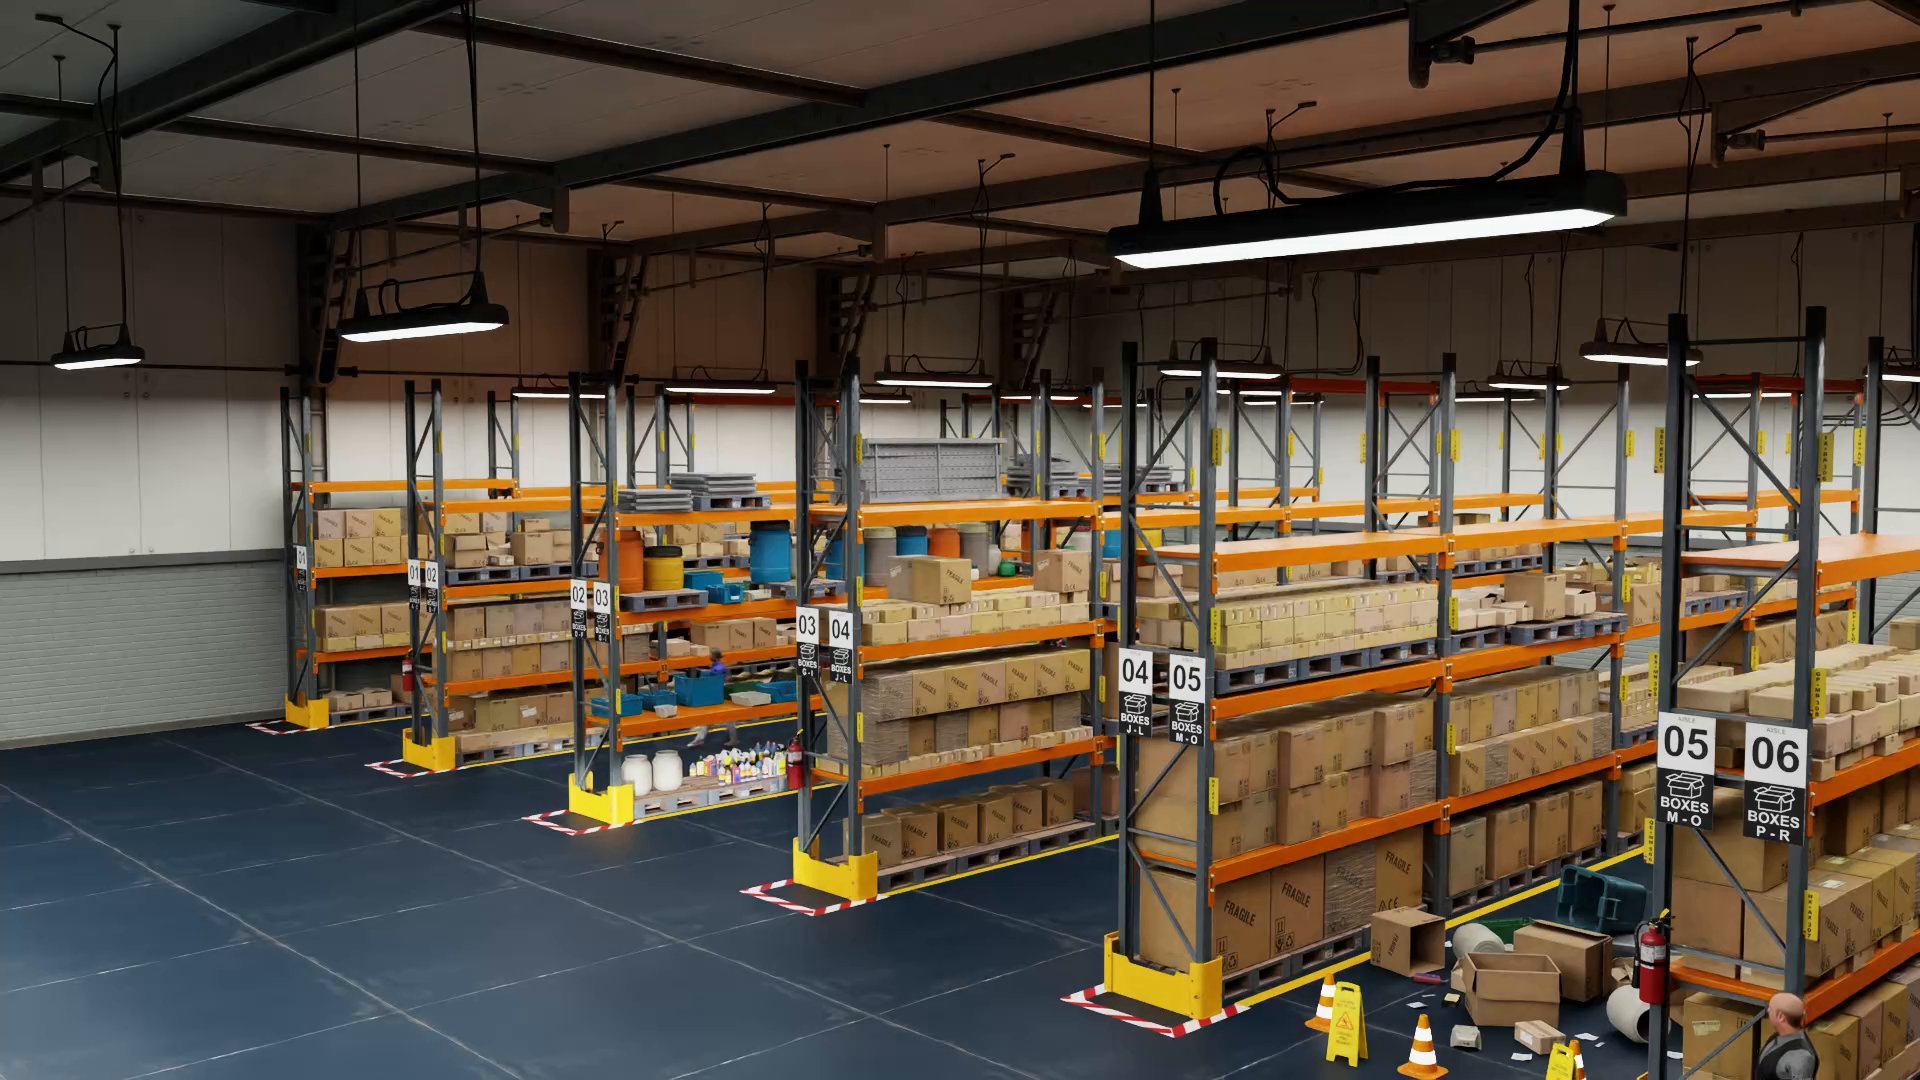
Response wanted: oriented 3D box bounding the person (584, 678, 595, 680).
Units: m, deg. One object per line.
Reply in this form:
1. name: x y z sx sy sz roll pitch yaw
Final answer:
1. person: -6.482 2.385 29.907 0.631 1.765 0.715 2 4 28

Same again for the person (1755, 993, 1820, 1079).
1. person: 5.195 3.662 10.367 0.982 1.674 0.629 1 4 9

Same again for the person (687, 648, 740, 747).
1. person: -4.064 2.583 27.372 0.879 1.625 0.467 -2 4 -23
